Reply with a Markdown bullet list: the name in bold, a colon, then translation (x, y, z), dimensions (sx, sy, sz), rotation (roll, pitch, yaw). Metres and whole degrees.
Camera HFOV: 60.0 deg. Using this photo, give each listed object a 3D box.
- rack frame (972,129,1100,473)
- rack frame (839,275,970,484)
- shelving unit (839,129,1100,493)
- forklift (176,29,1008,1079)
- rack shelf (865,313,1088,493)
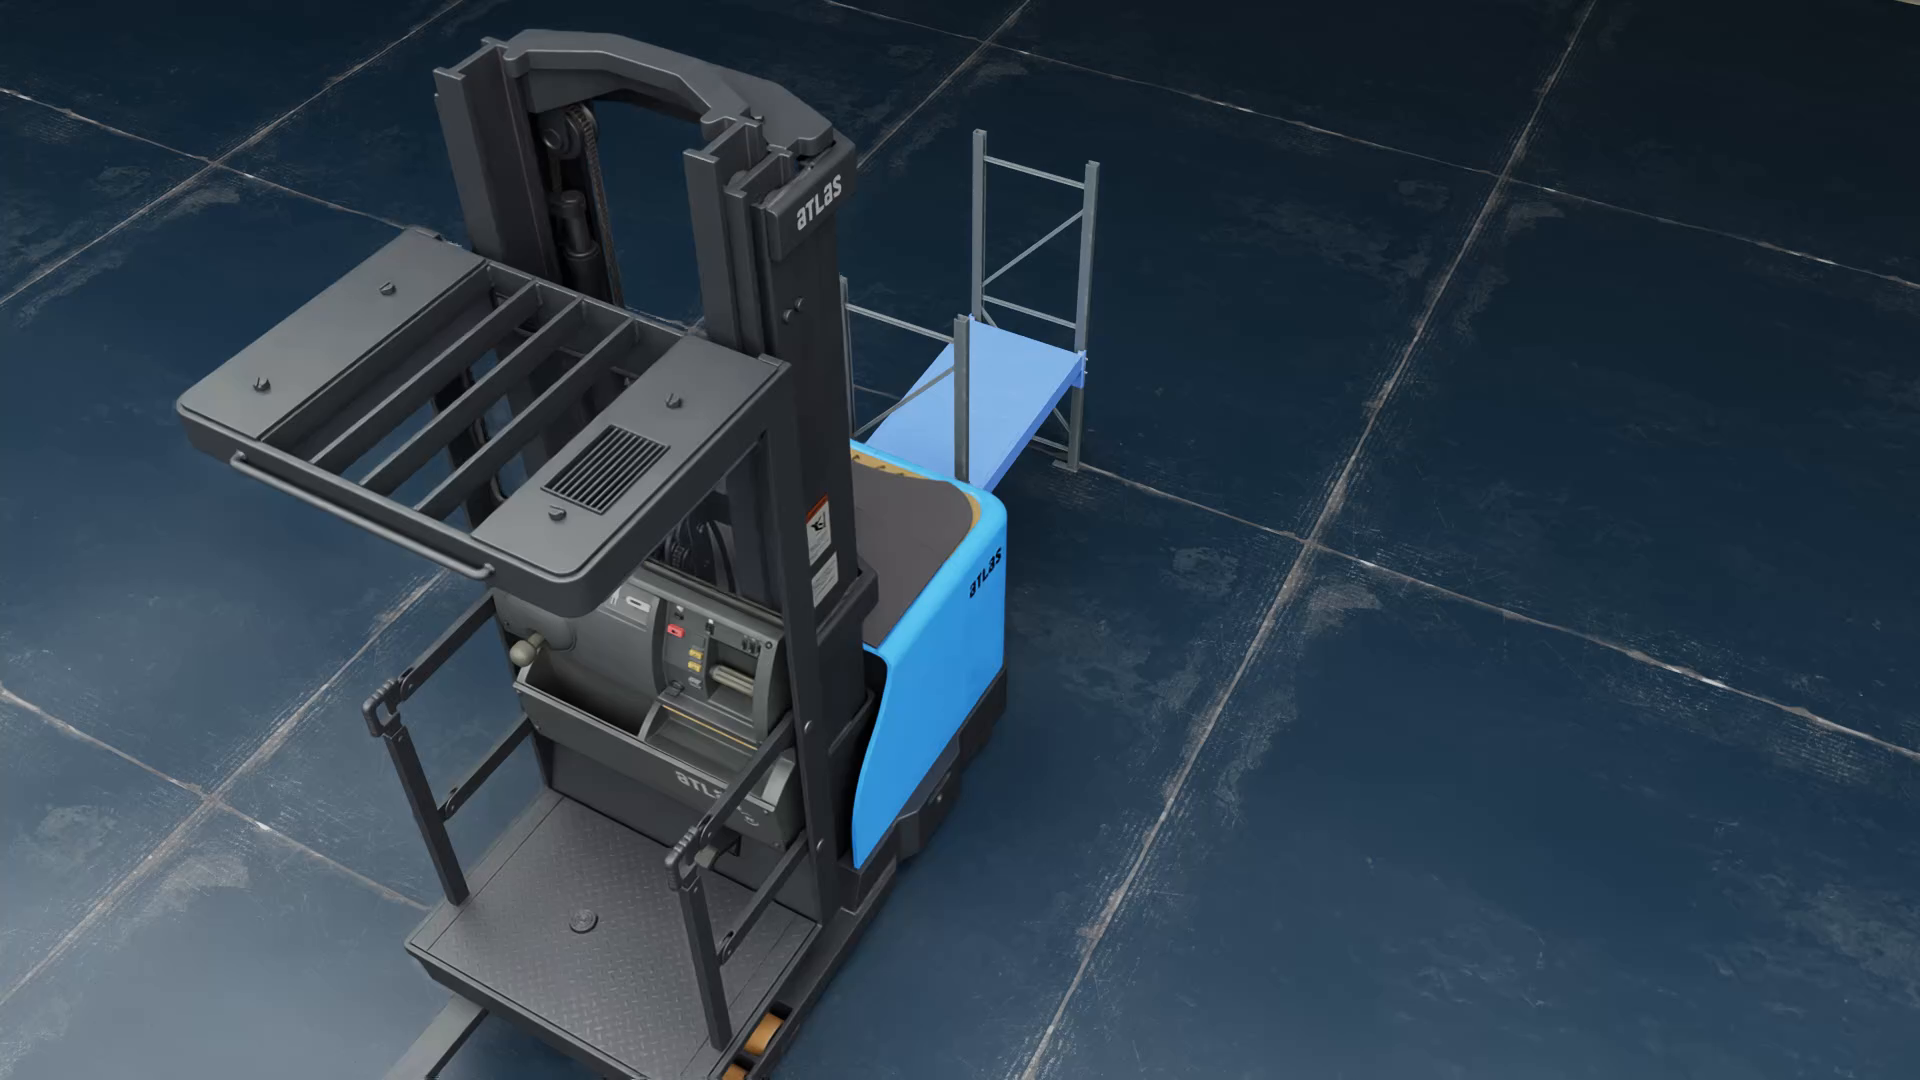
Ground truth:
- **rack frame**: translation (0.276, -0.901, 6.586), dimensions (0.500, 1.500, 0.032), rotation (20, 49, 19)
- **rack frame**: translation (-0.196, -0.261, 5.953), dimensions (0.500, 1.500, 0.032), rotation (20, 49, 19)
- **shelving unit**: translation (0.040, -0.581, 6.270), dimensions (0.538, 1.500, 1.048), rotation (20, 49, 19)
- **forklift**: translation (-0.990, 0.339, 4.355), dimensions (1.130, 2.935, 3.031), rotation (22, 49, 20)
- **rack shelf**: translation (0.040, -0.455, 6.398), dimensions (0.538, 0.185, 1.000), rotation (20, 49, 19)
